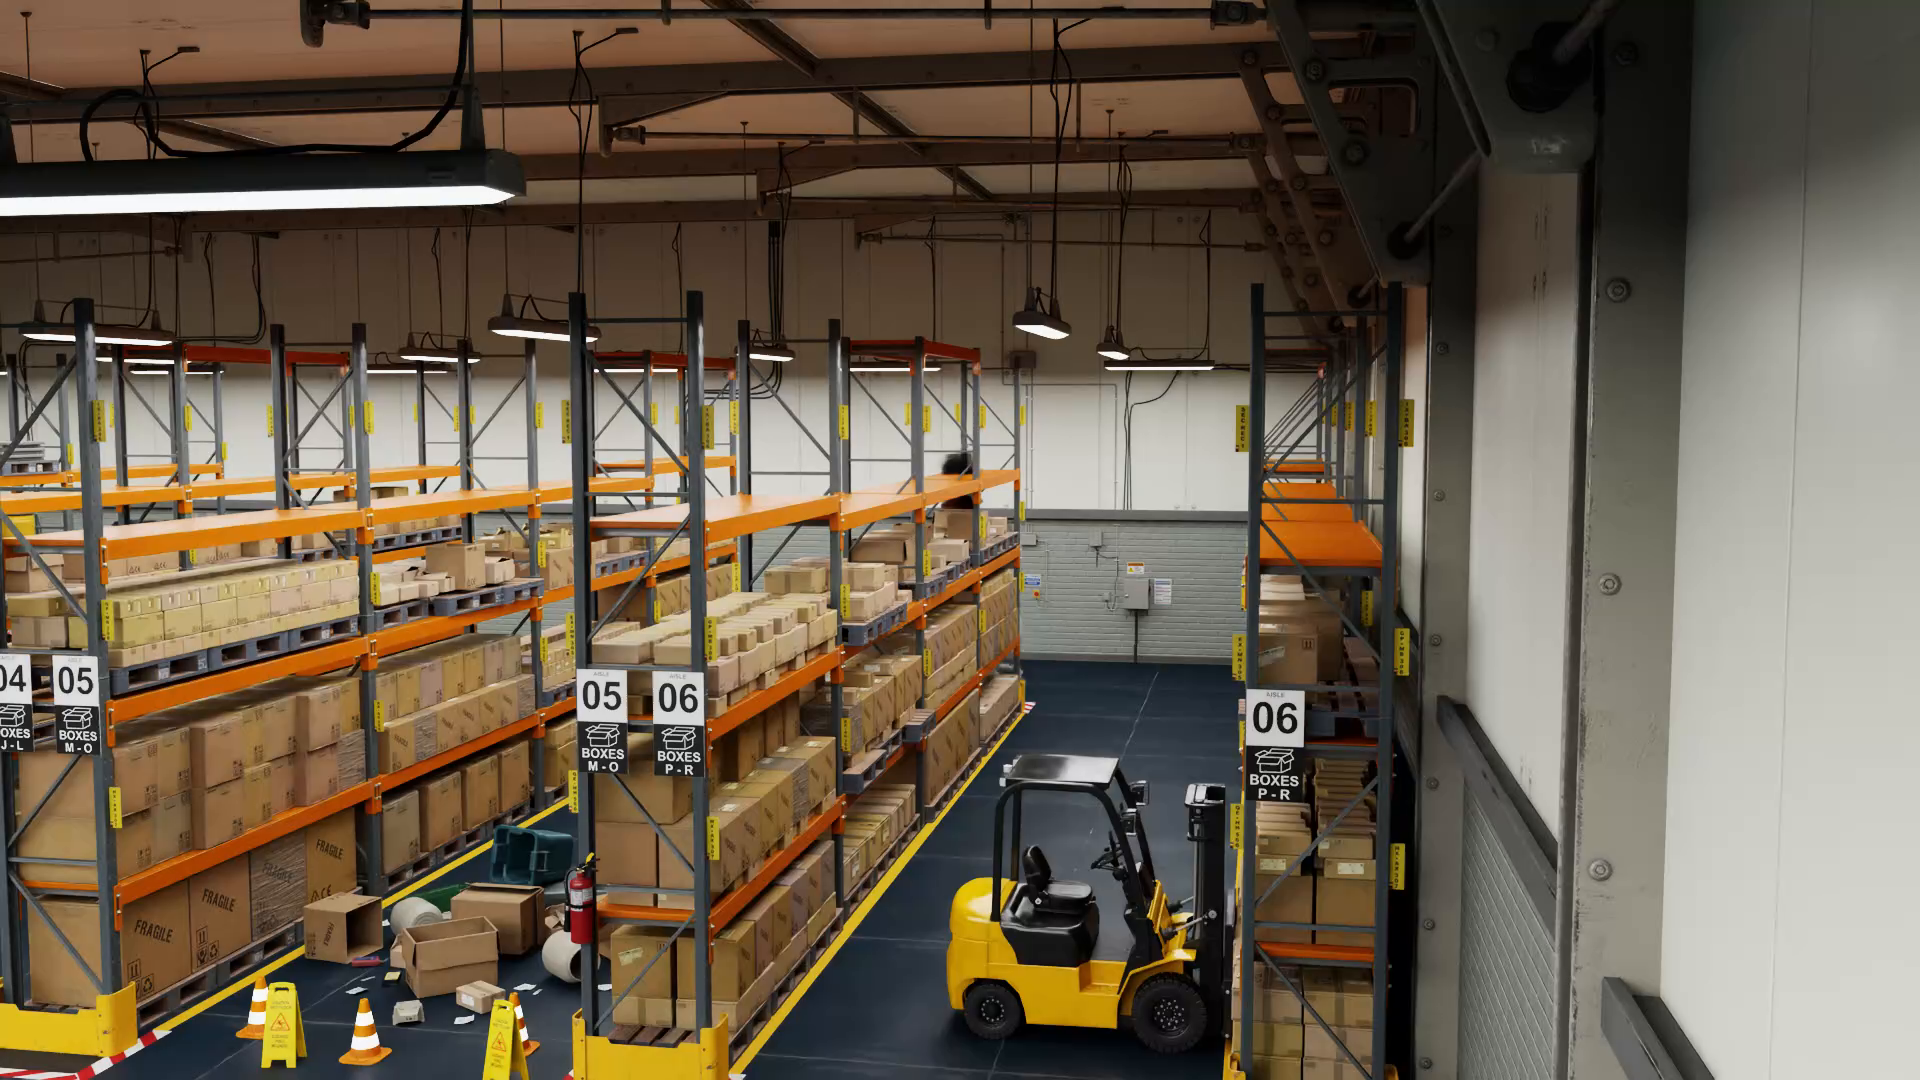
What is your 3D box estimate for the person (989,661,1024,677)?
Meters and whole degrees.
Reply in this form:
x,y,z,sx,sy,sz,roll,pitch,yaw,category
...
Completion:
x,y,z,sx,sy,sz,roll,pitch,yaw,category
0.775,1.928,30.090,0.801,1.687,0.596,-1,5,-7,person
